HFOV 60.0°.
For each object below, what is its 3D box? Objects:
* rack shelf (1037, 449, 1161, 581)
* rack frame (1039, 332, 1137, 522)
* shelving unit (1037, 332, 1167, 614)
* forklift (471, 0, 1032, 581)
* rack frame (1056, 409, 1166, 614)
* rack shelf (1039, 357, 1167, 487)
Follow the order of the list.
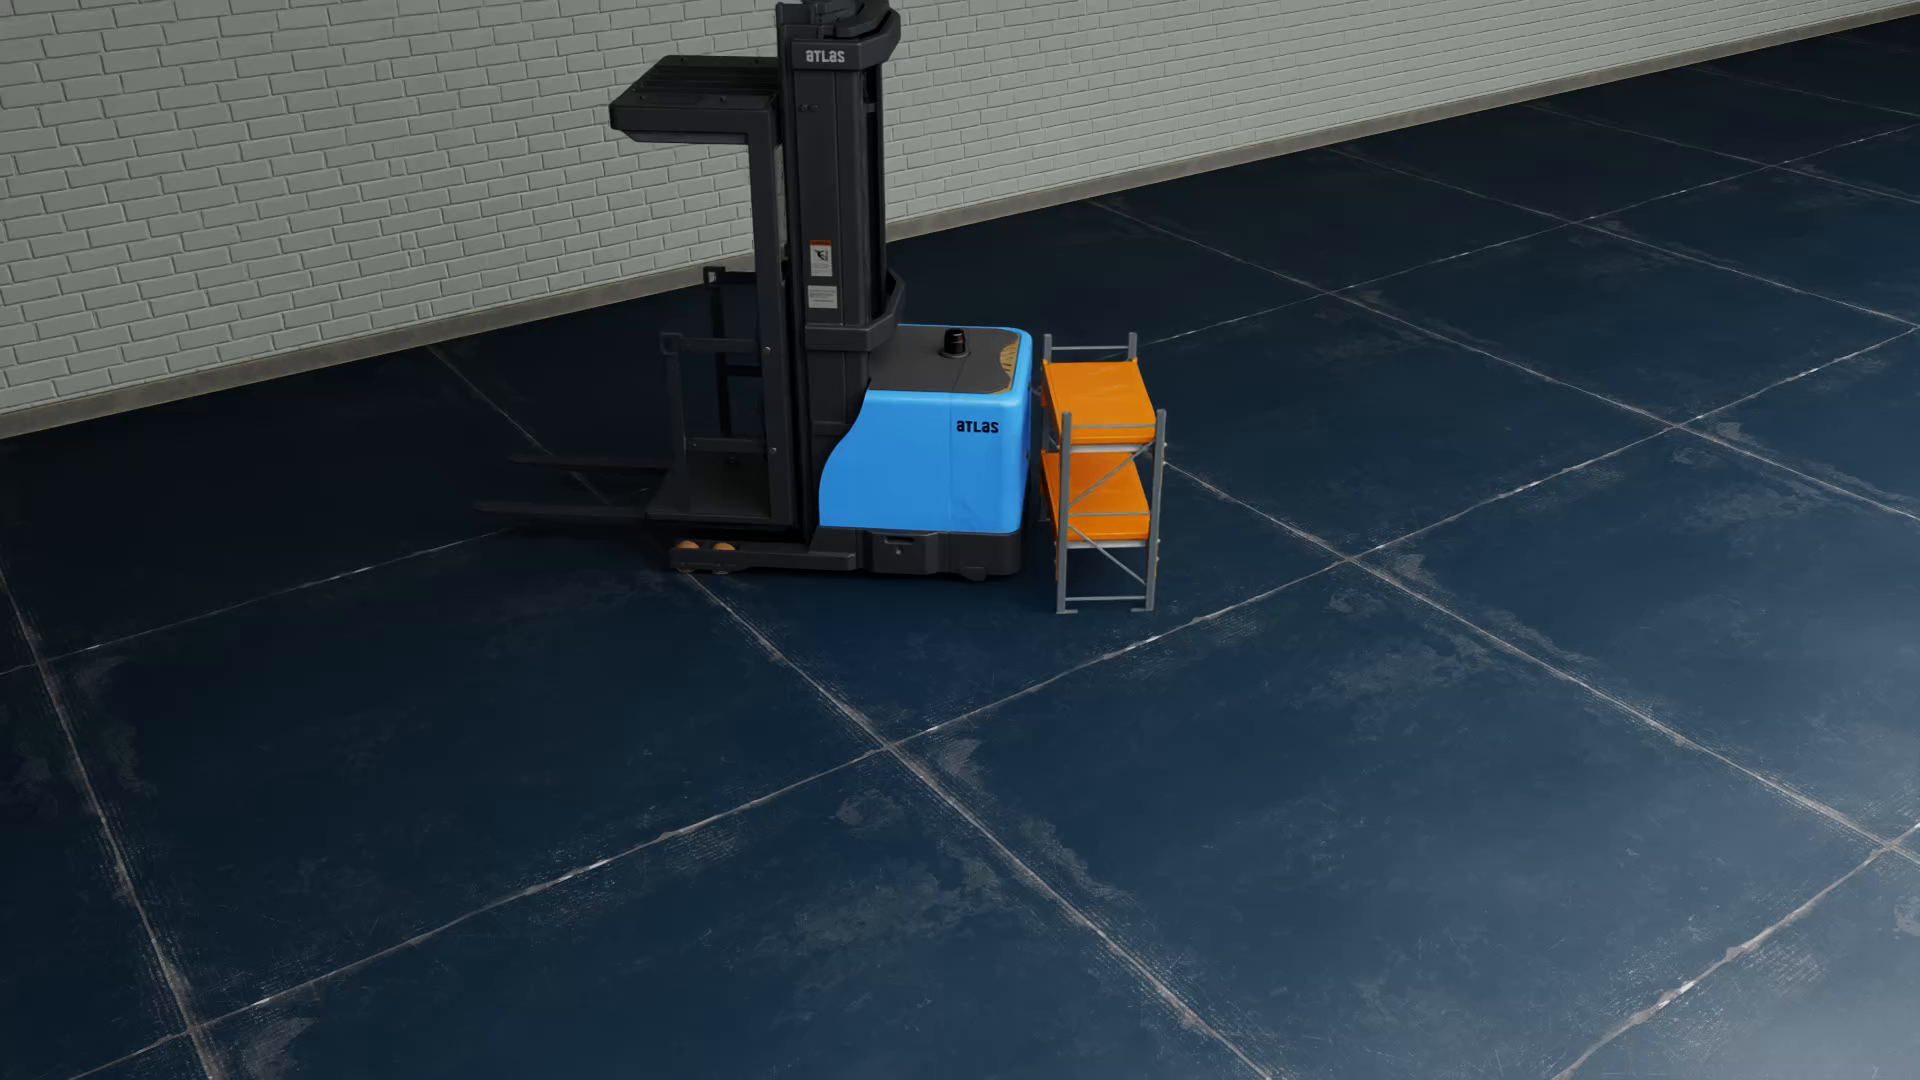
[{"bbox_3d":[0.722,-0.154,8.866,0.538,0.278,1.000,-1,29,-2],"label":"rack shelf"},{"bbox_3d":[0.700,-0.611,9.196,0.500,1.125,0.032,-1,29,-2],"label":"rack frame"},{"bbox_3d":[0.722,-0.368,8.750,0.538,1.125,1.048,-1,29,-2],"label":"shelving unit"},{"bbox_3d":[-1.140,-1.352,8.668,3.031,2.935,1.130,3,29,5],"label":"forklift"},{"bbox_3d":[0.745,-0.126,8.304,0.500,1.125,0.032,-1,29,-2],"label":"rack frame"},{"bbox_3d":[0.722,-0.626,8.610,0.538,0.278,1.000,-1,29,-2],"label":"rack shelf"}]
